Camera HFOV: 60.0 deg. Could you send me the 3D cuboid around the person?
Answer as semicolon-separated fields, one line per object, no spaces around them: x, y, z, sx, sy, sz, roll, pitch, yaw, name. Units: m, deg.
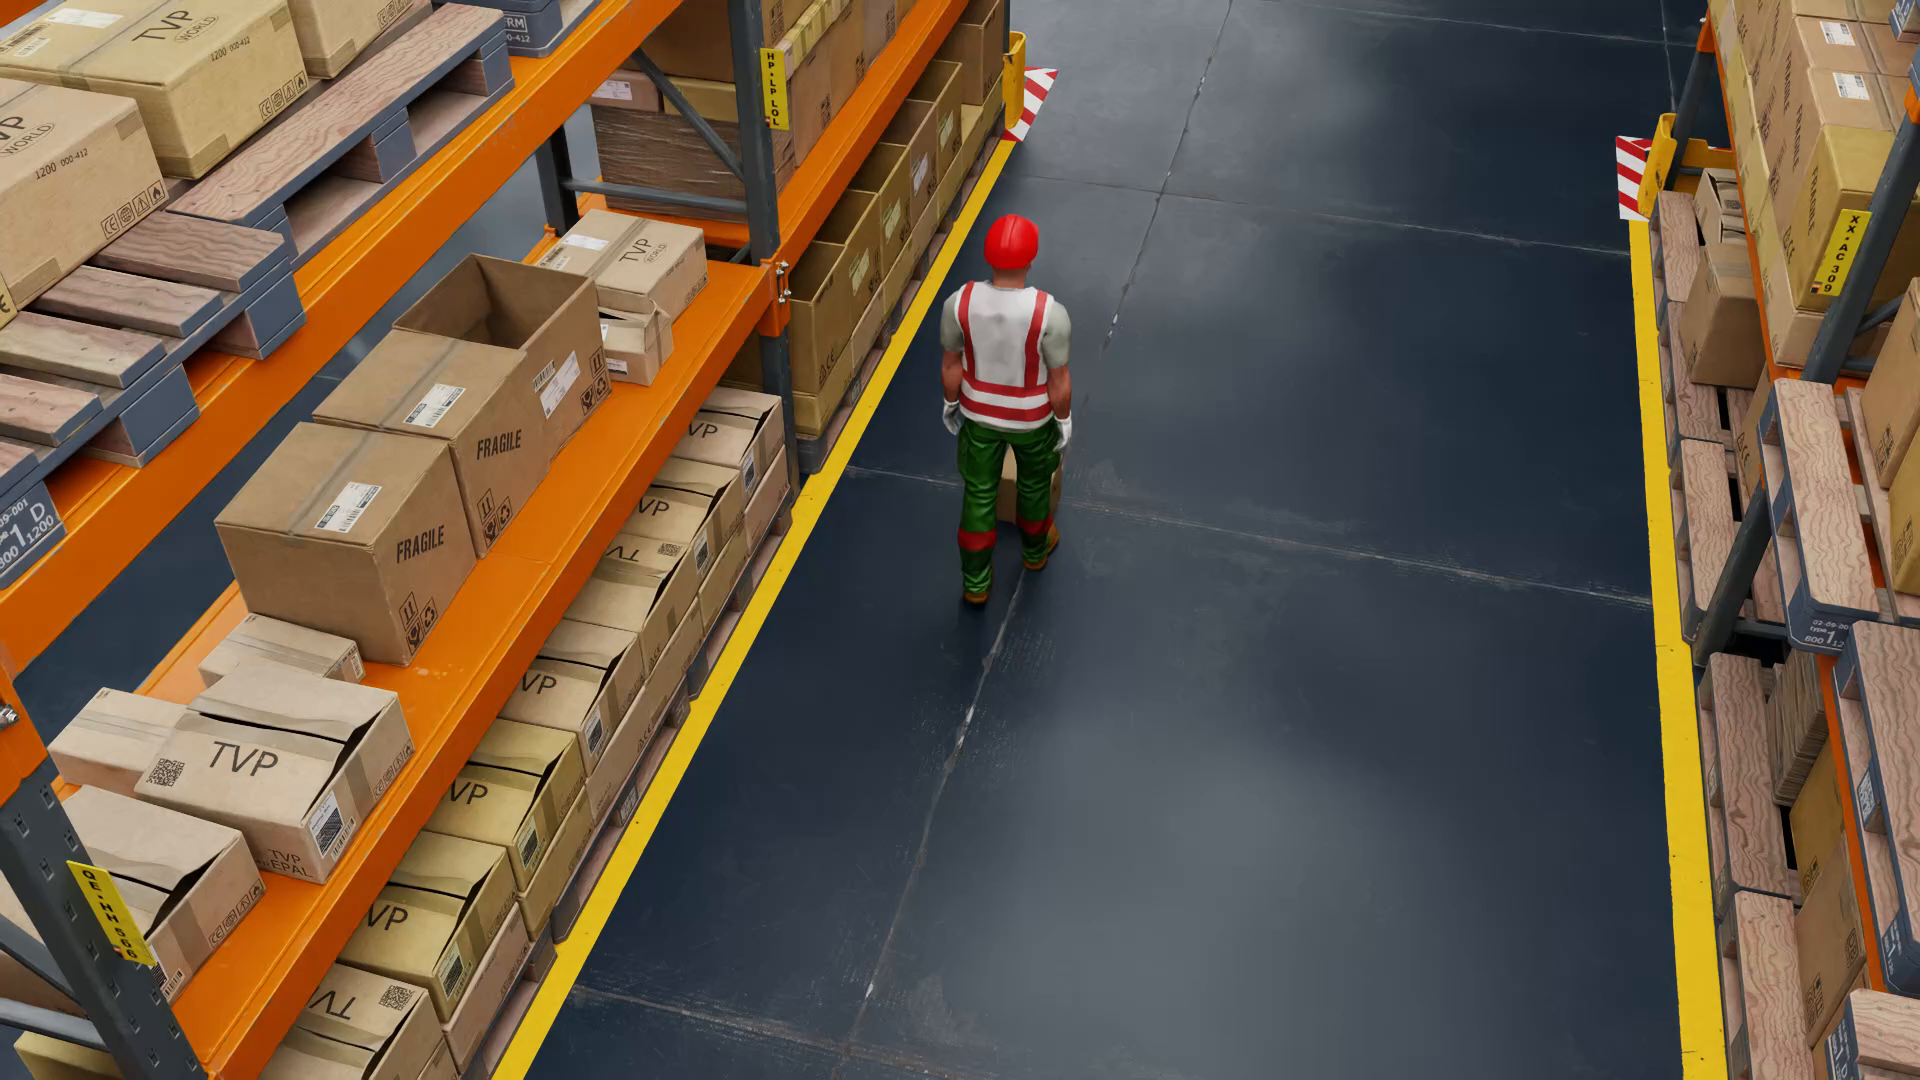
0.208;-0.558;6.789;0.539;1.795;0.605;10;42;12;person
